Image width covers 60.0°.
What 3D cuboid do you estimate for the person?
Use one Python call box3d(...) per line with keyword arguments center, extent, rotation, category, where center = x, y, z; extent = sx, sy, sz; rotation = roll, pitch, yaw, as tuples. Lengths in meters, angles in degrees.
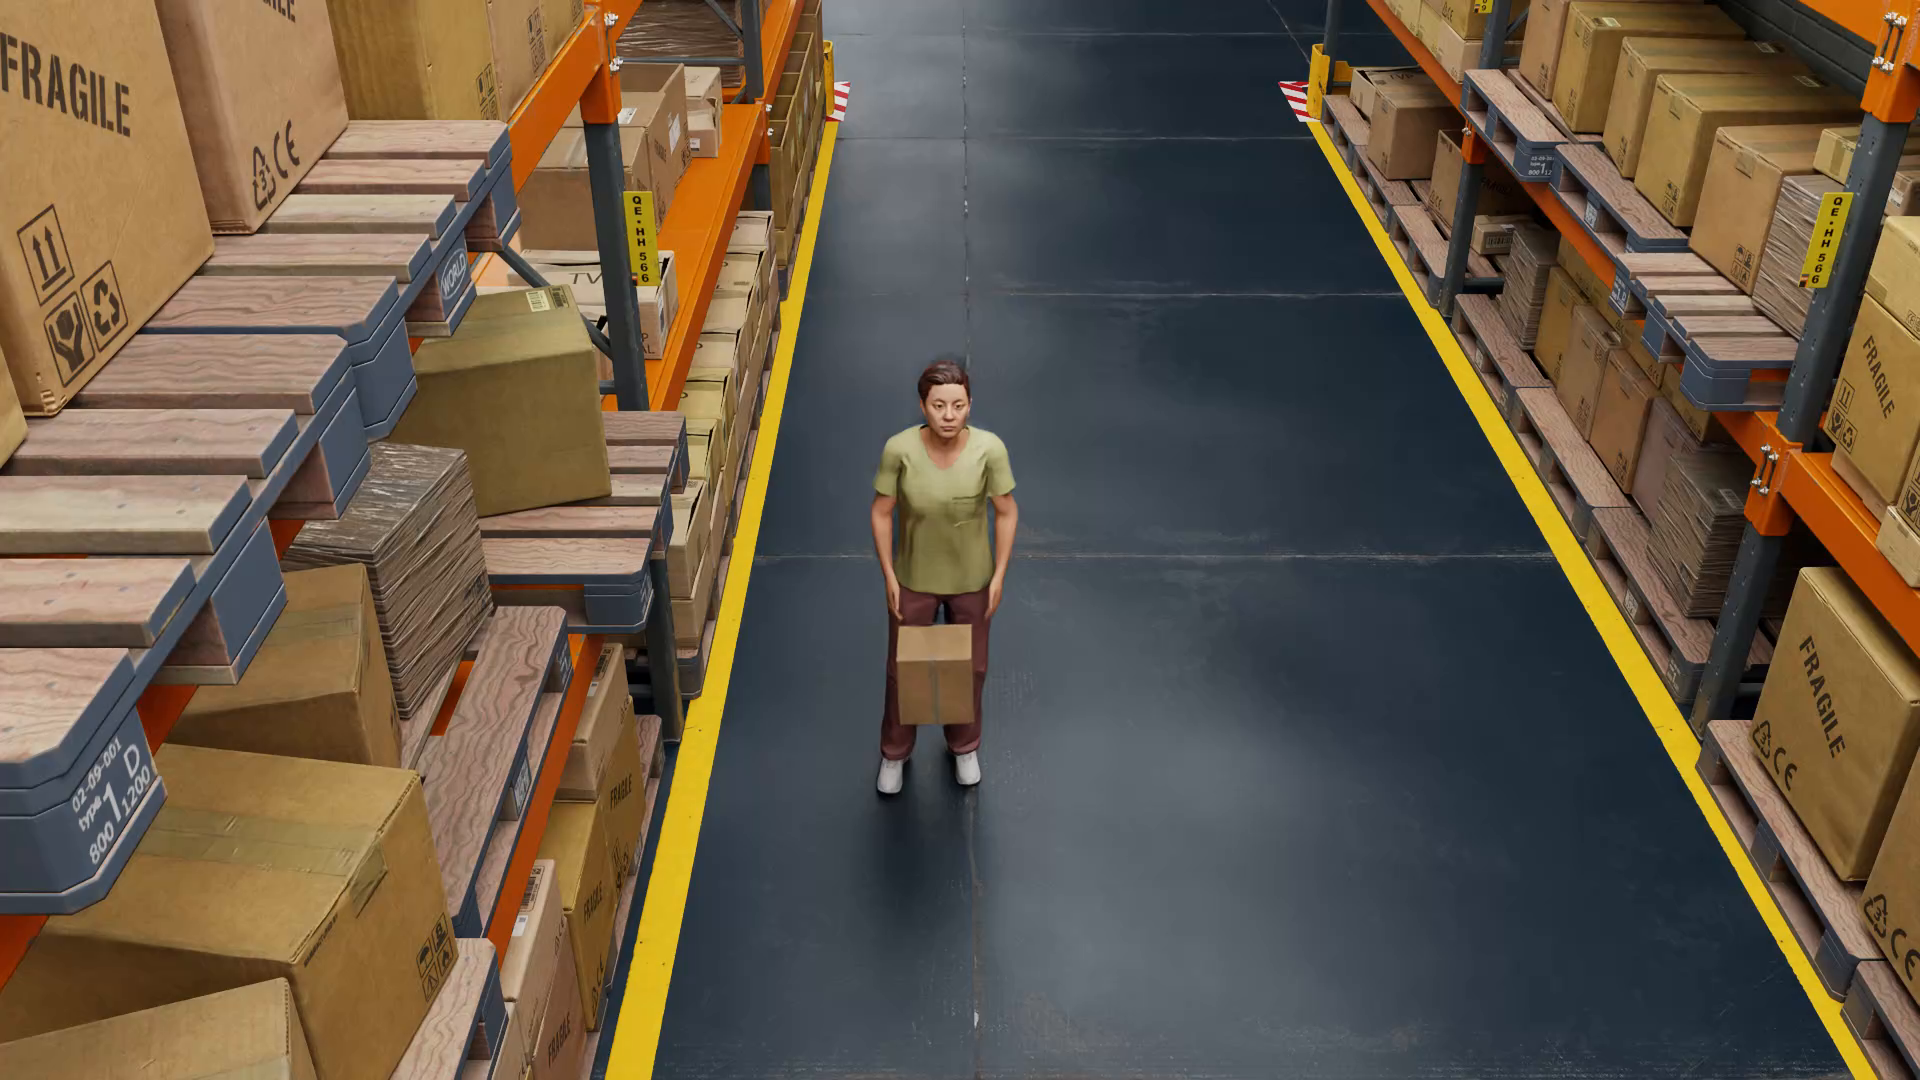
box3d(center=(-0.055, 0.153, 5.892), extent=(0.519, 1.668, 0.394), rotation=(0, 32, 0), category="person")
